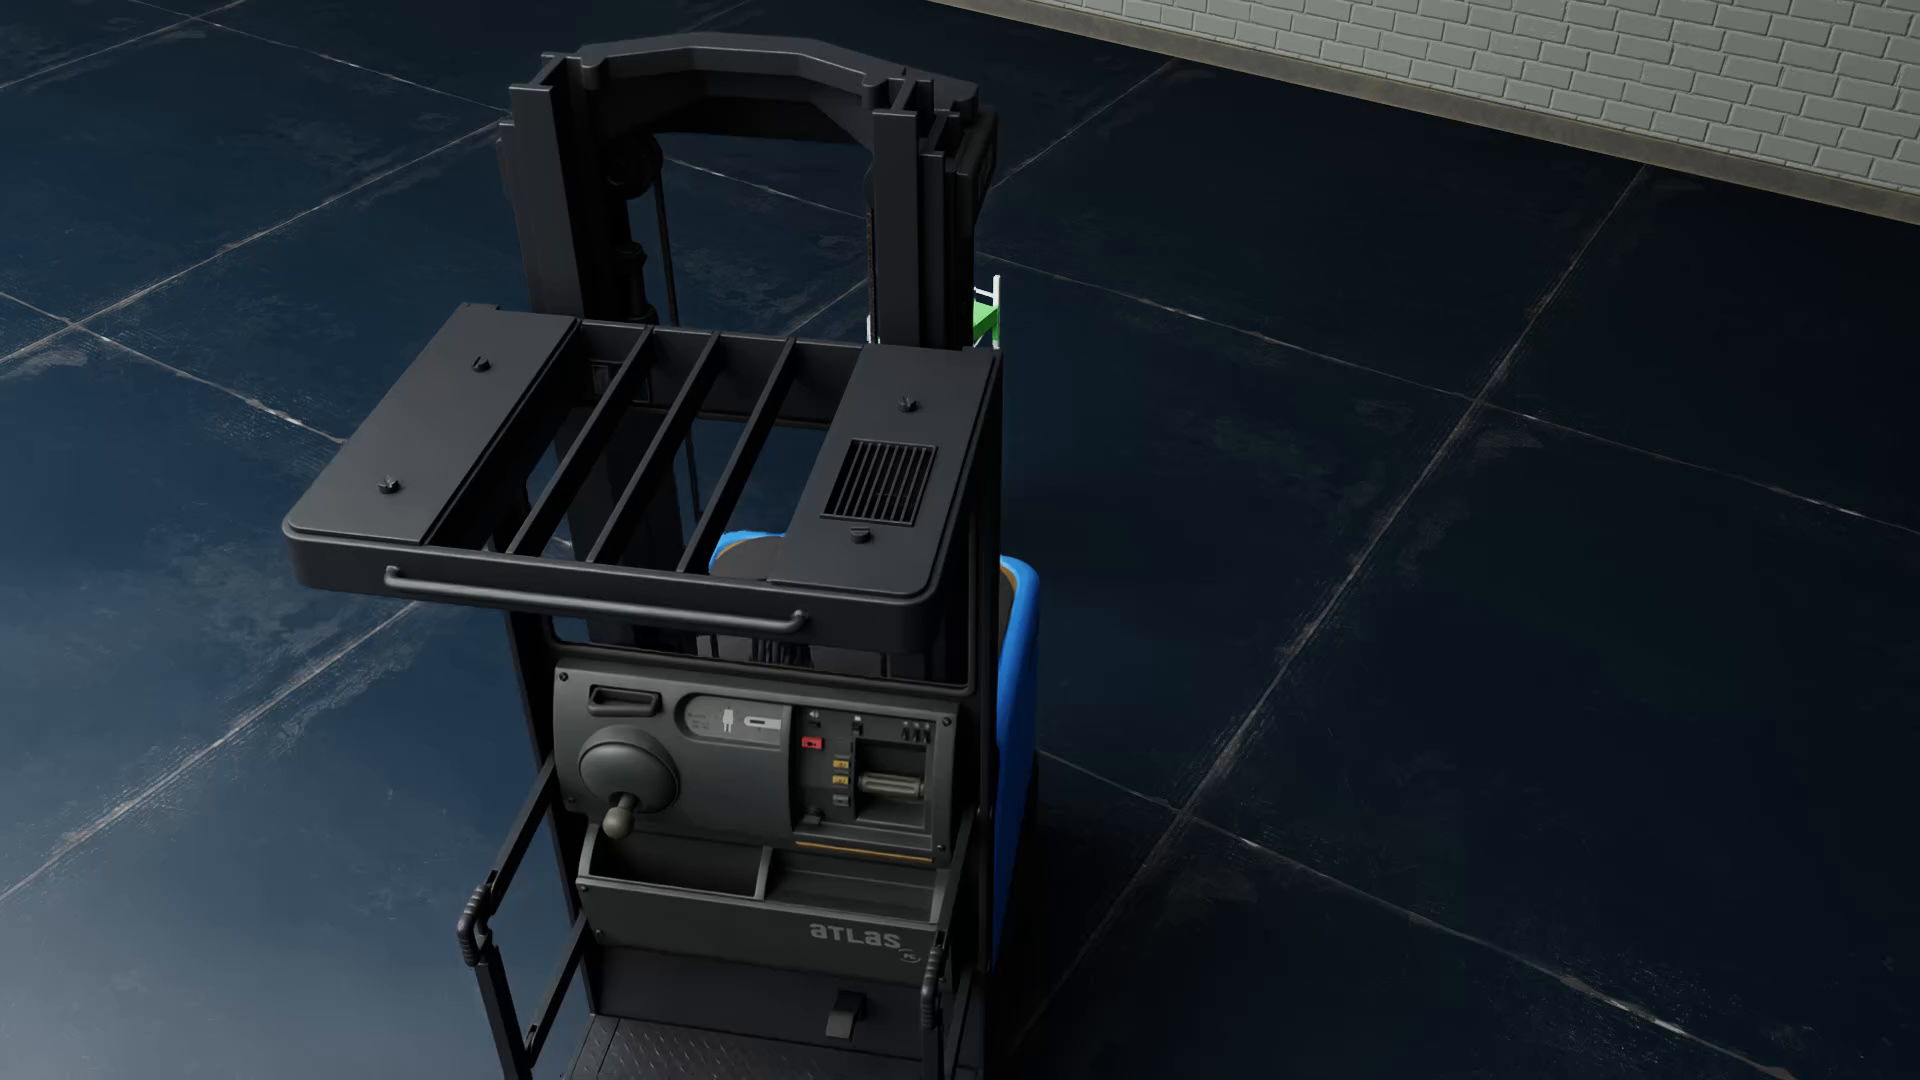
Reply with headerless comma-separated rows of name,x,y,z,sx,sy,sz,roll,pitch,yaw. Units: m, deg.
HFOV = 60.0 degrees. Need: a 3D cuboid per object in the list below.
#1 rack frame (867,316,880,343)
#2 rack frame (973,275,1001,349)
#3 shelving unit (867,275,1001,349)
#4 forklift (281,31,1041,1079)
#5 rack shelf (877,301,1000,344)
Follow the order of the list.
rack frame,-0.219,-0.264,6.110,0.240,1.200,0.015,21,42,25
rack frame,0.042,-0.516,6.436,0.240,1.200,0.015,21,42,25
shelving unit,-0.089,-0.390,6.273,0.258,1.200,0.503,21,42,25
forklift,-0.502,0.581,3.595,1.130,2.935,3.031,6,38,8
rack shelf,-0.089,-0.719,6.019,0.258,0.148,0.480,21,42,25
